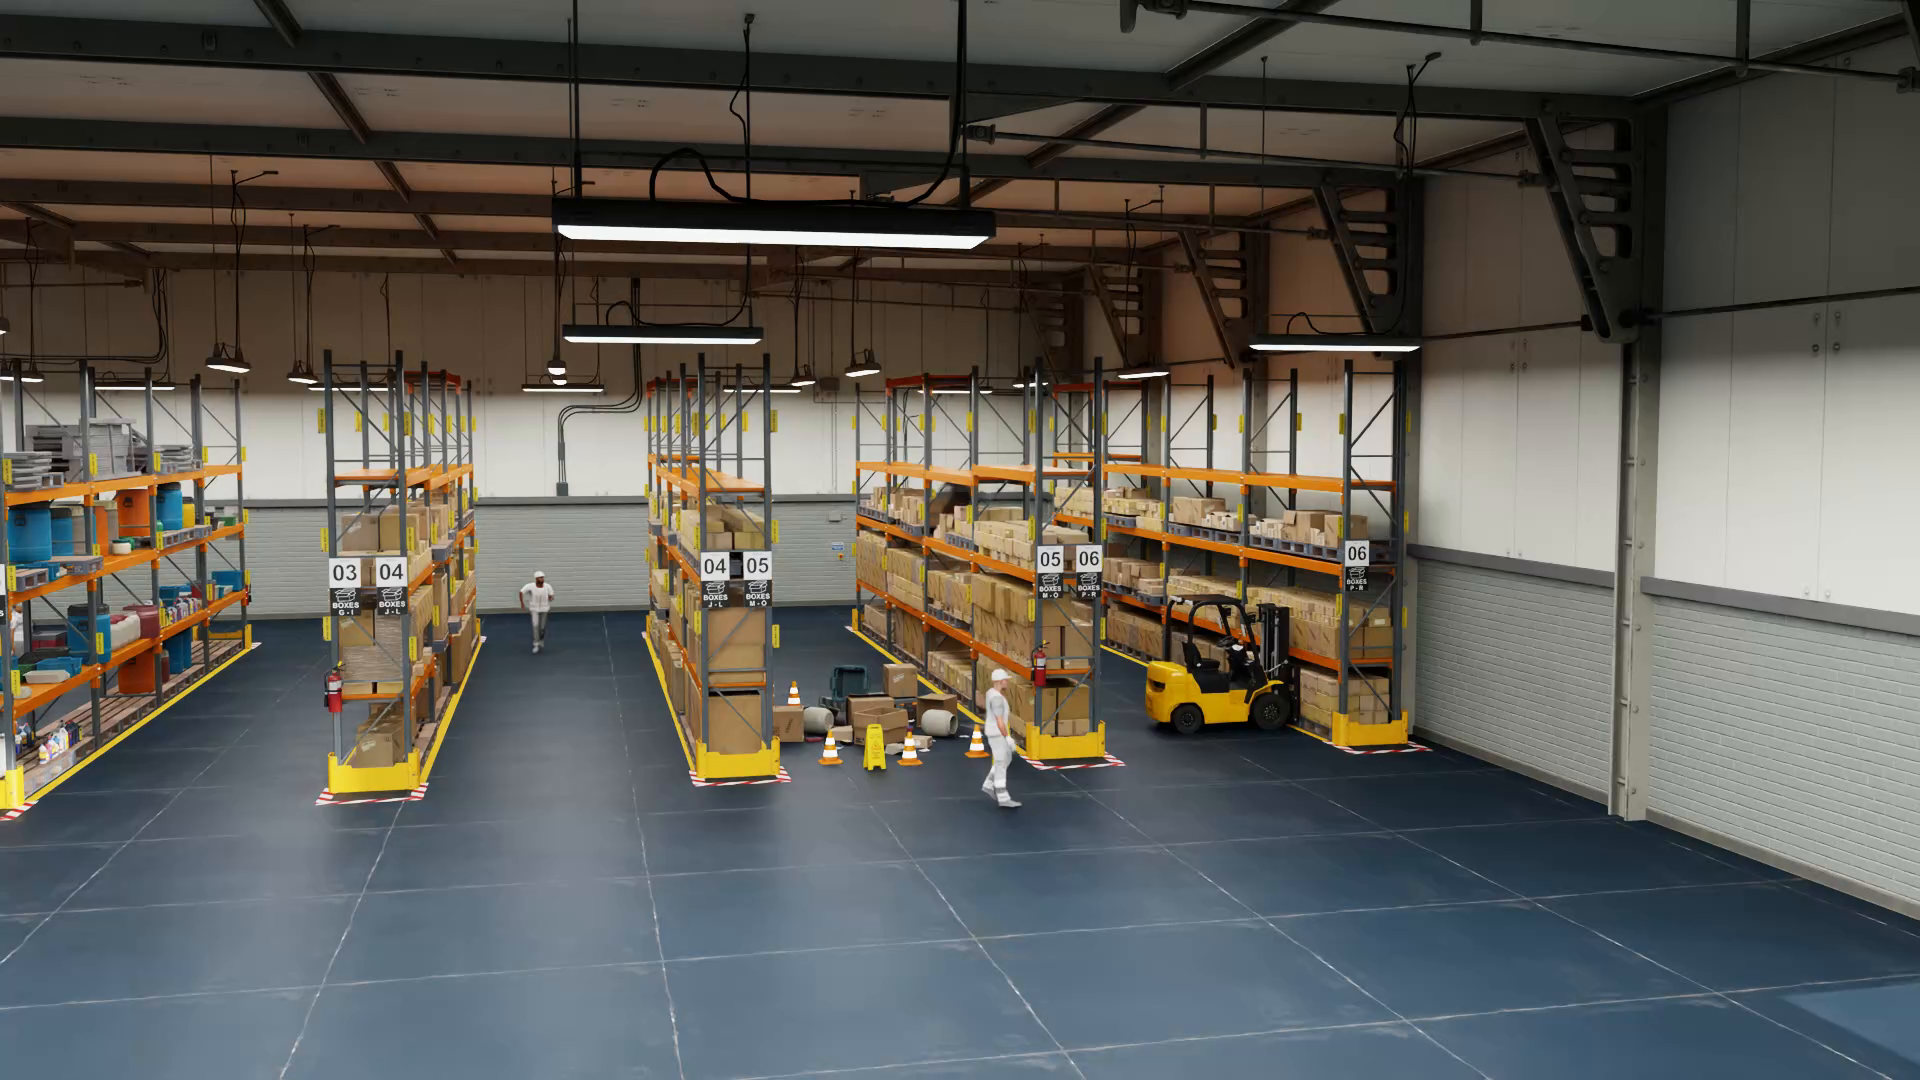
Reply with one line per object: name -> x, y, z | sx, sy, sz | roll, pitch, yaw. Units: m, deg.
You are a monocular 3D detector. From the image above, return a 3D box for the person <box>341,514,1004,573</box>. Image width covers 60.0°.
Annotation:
person -> -3.826, 0.992, 31.059 | 14.948, 3.685, 9.466 | -2, 4, -23

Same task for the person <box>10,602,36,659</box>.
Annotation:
person -> -17.922, 1.920, 31.760 | 0.465, 1.602, 0.498 | -1, 4, -19

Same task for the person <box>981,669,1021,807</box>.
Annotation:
person -> 0.533, 2.581, 21.860 | 0.520, 1.787, 0.706 | 0, 4, -2

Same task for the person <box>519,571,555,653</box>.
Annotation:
person -> -9.290, 1.551, 36.538 | 0.761, 1.736, 1.016 | -1, 4, -15
